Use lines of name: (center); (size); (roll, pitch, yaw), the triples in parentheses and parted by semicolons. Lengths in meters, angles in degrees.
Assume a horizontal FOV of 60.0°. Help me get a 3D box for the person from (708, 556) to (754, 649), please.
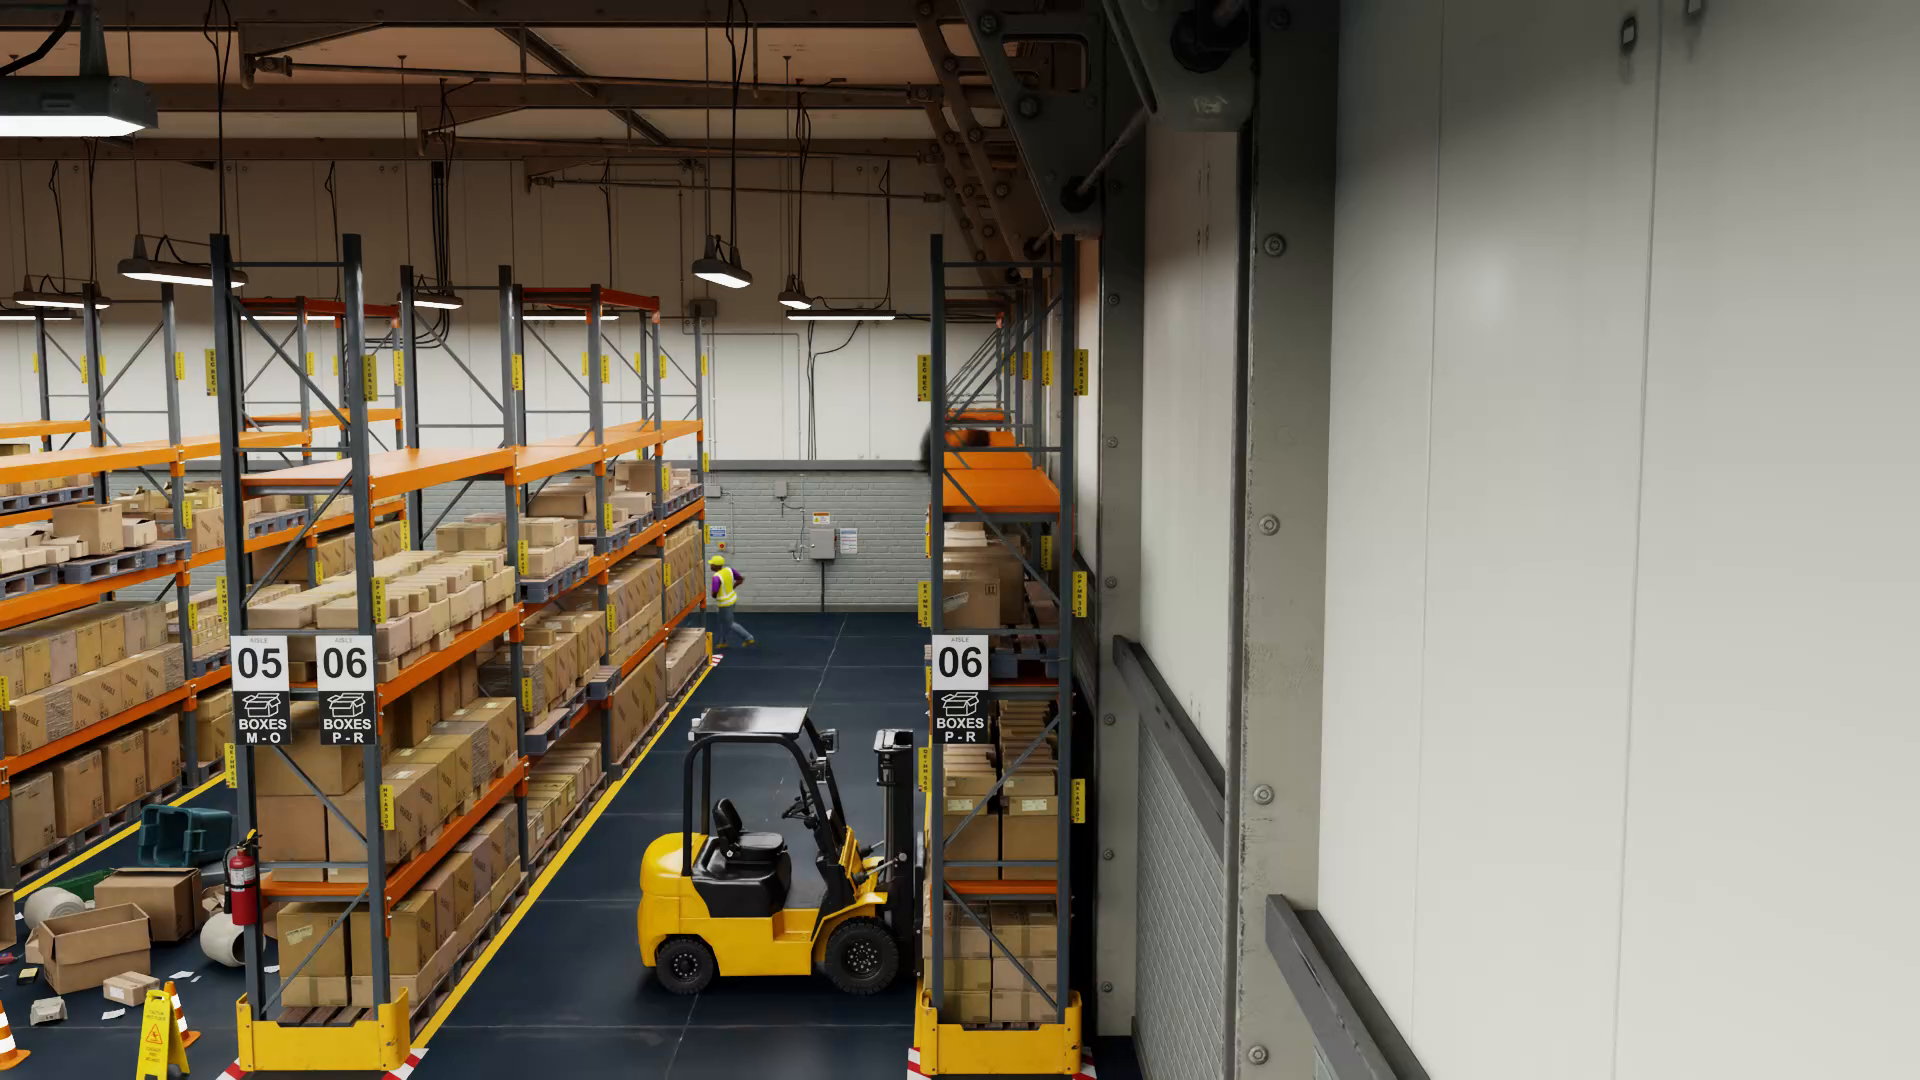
person: (-4.105, 1.118, 29.056); (0.846, 1.721, 0.738); (3, 7, 23)
